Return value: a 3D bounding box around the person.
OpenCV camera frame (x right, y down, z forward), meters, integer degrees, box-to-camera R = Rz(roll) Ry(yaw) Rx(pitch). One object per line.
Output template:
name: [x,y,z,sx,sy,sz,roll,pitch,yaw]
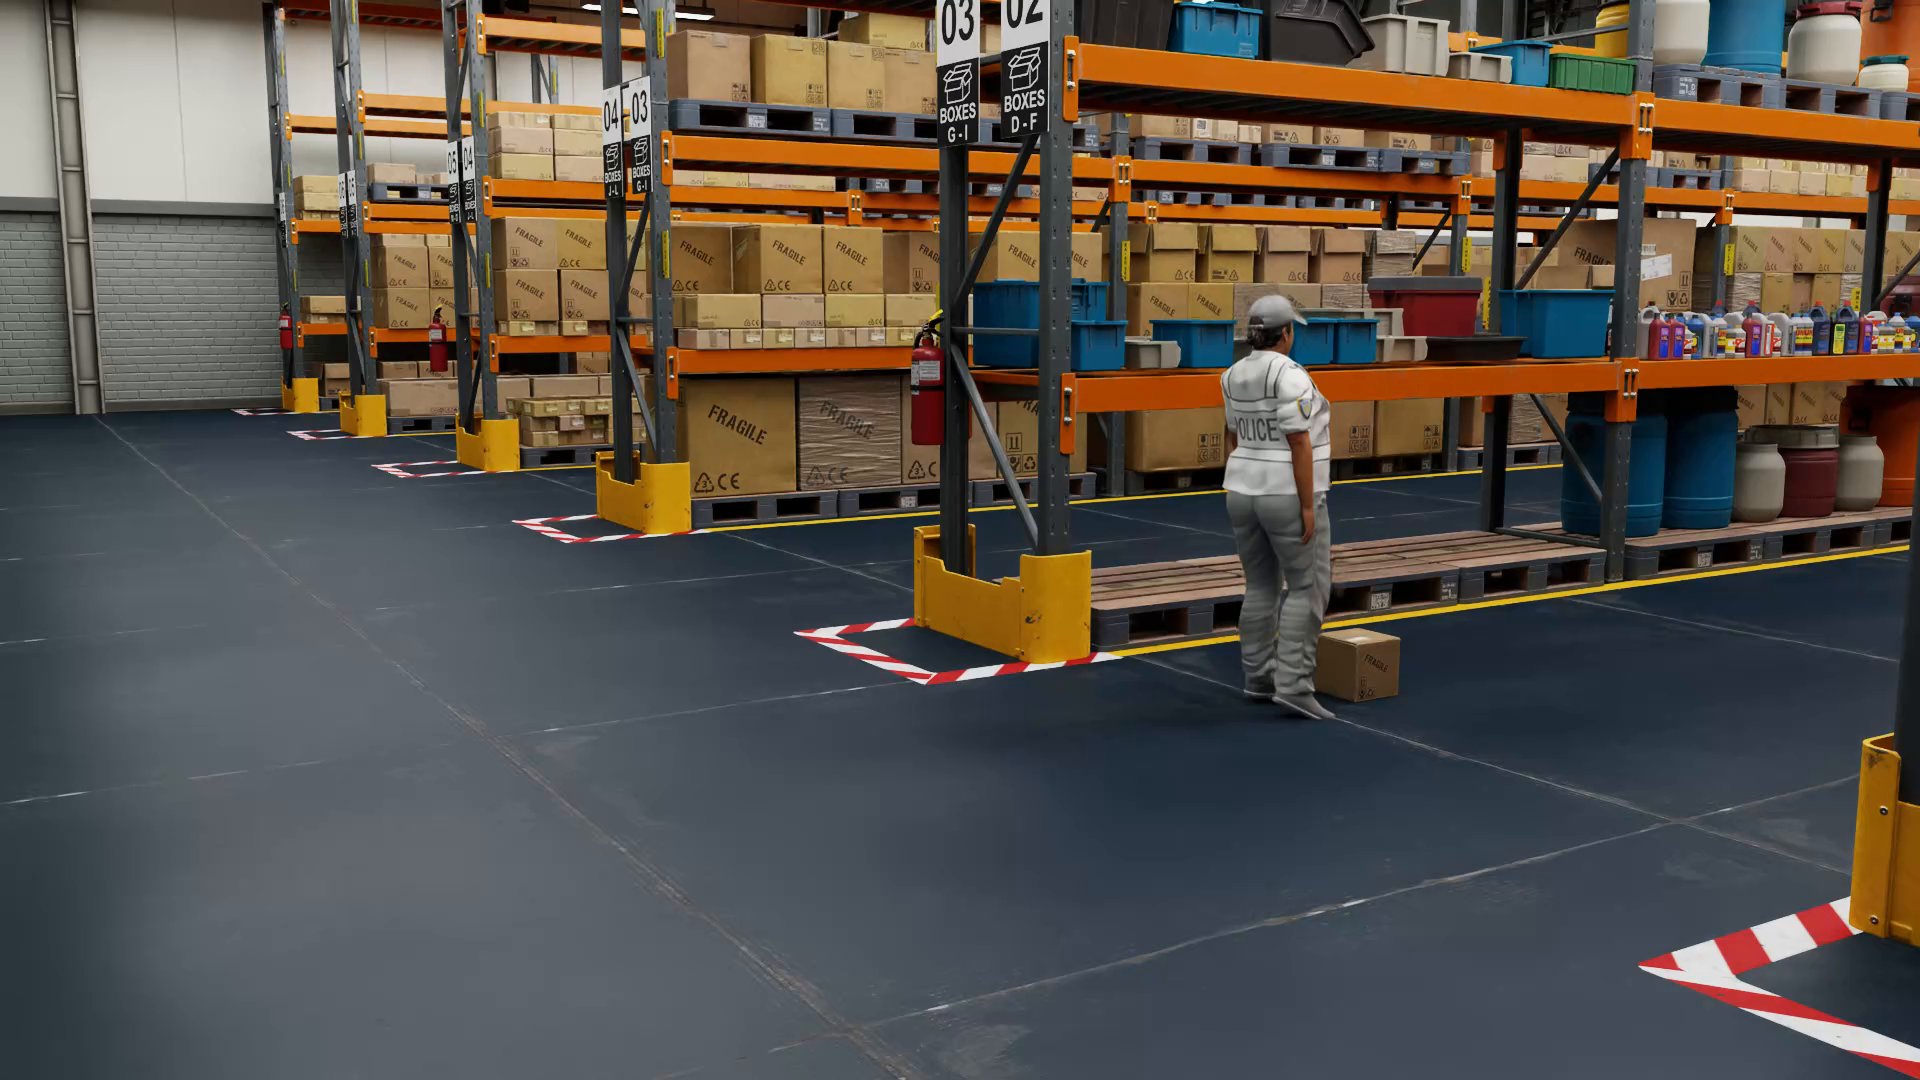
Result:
person: [1.309,-0.122,6.755,0.436,1.730,0.528,-5,10,-31]
